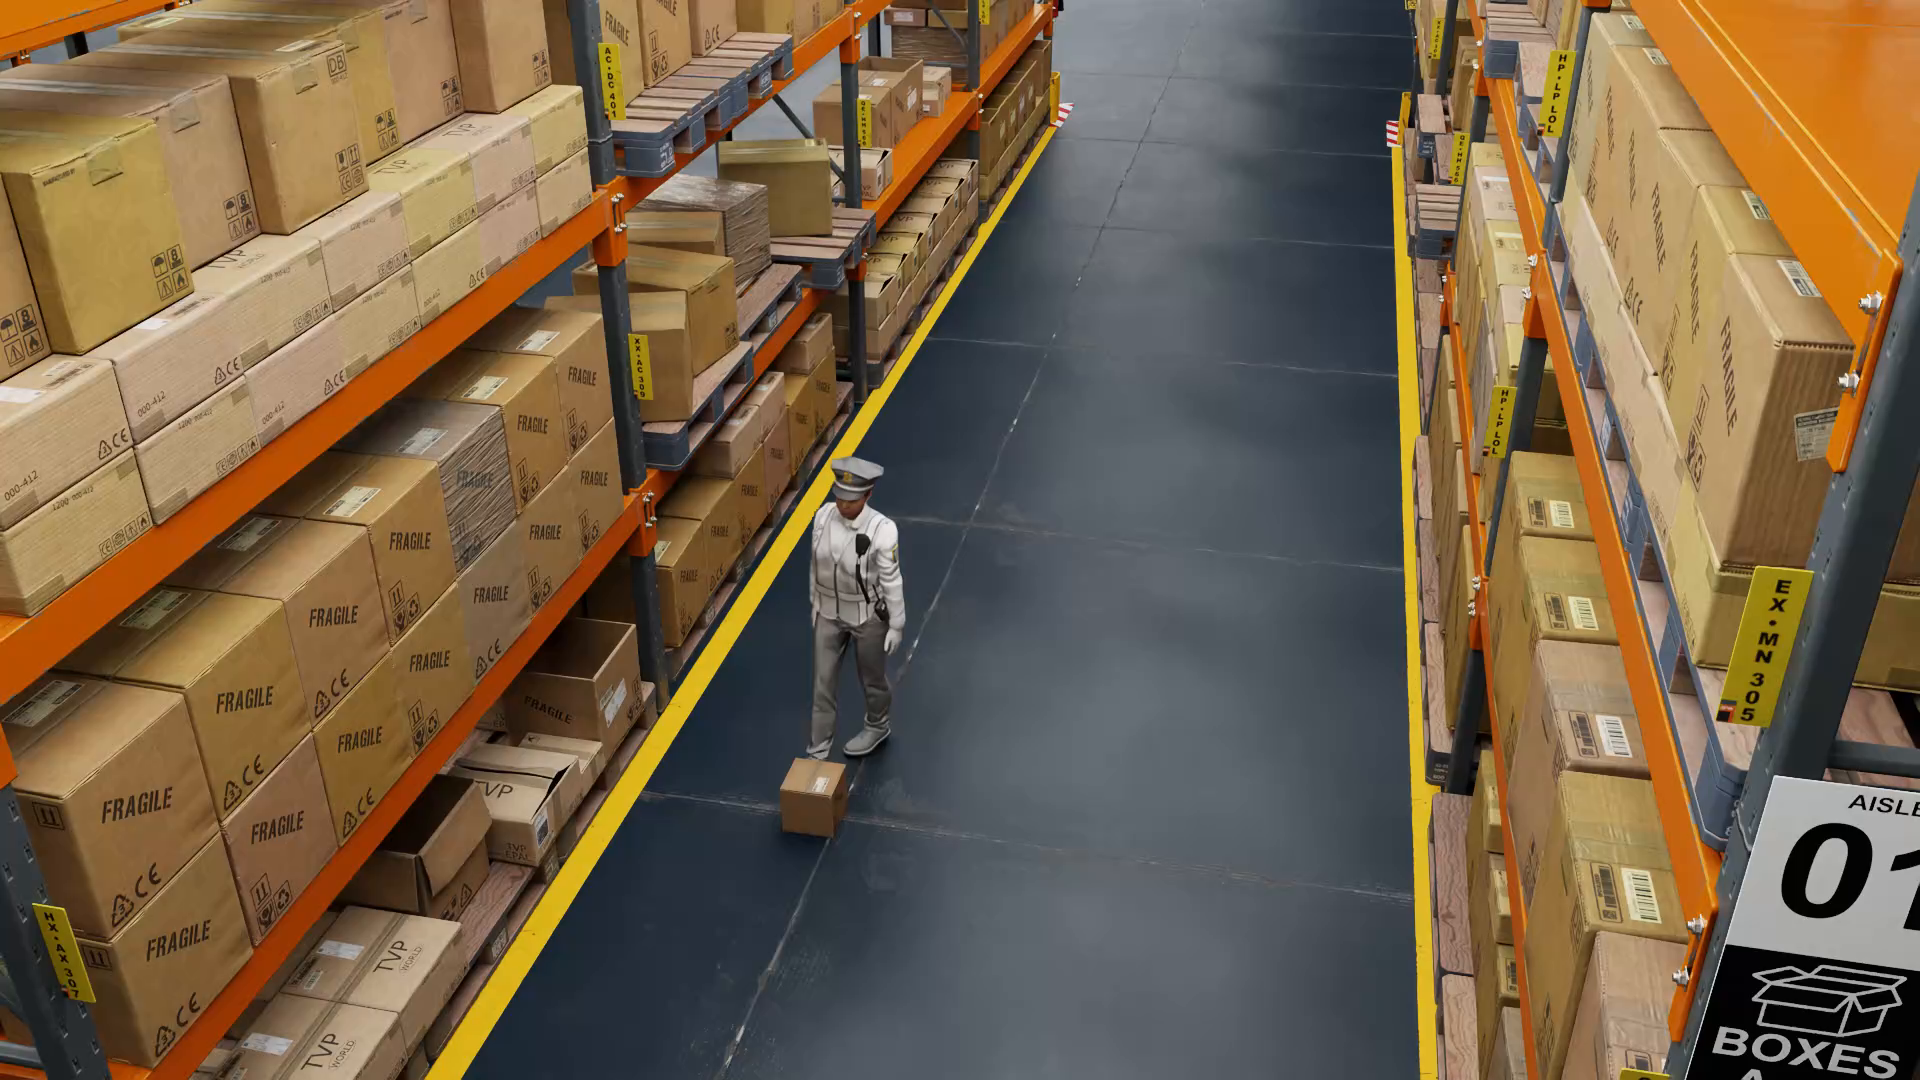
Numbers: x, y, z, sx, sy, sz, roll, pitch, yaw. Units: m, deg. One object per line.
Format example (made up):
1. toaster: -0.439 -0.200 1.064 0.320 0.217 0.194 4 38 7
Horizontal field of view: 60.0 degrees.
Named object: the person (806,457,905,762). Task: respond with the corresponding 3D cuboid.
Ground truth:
1. person: -0.556 0.412 7.848 0.516 1.656 0.719 13 31 22
